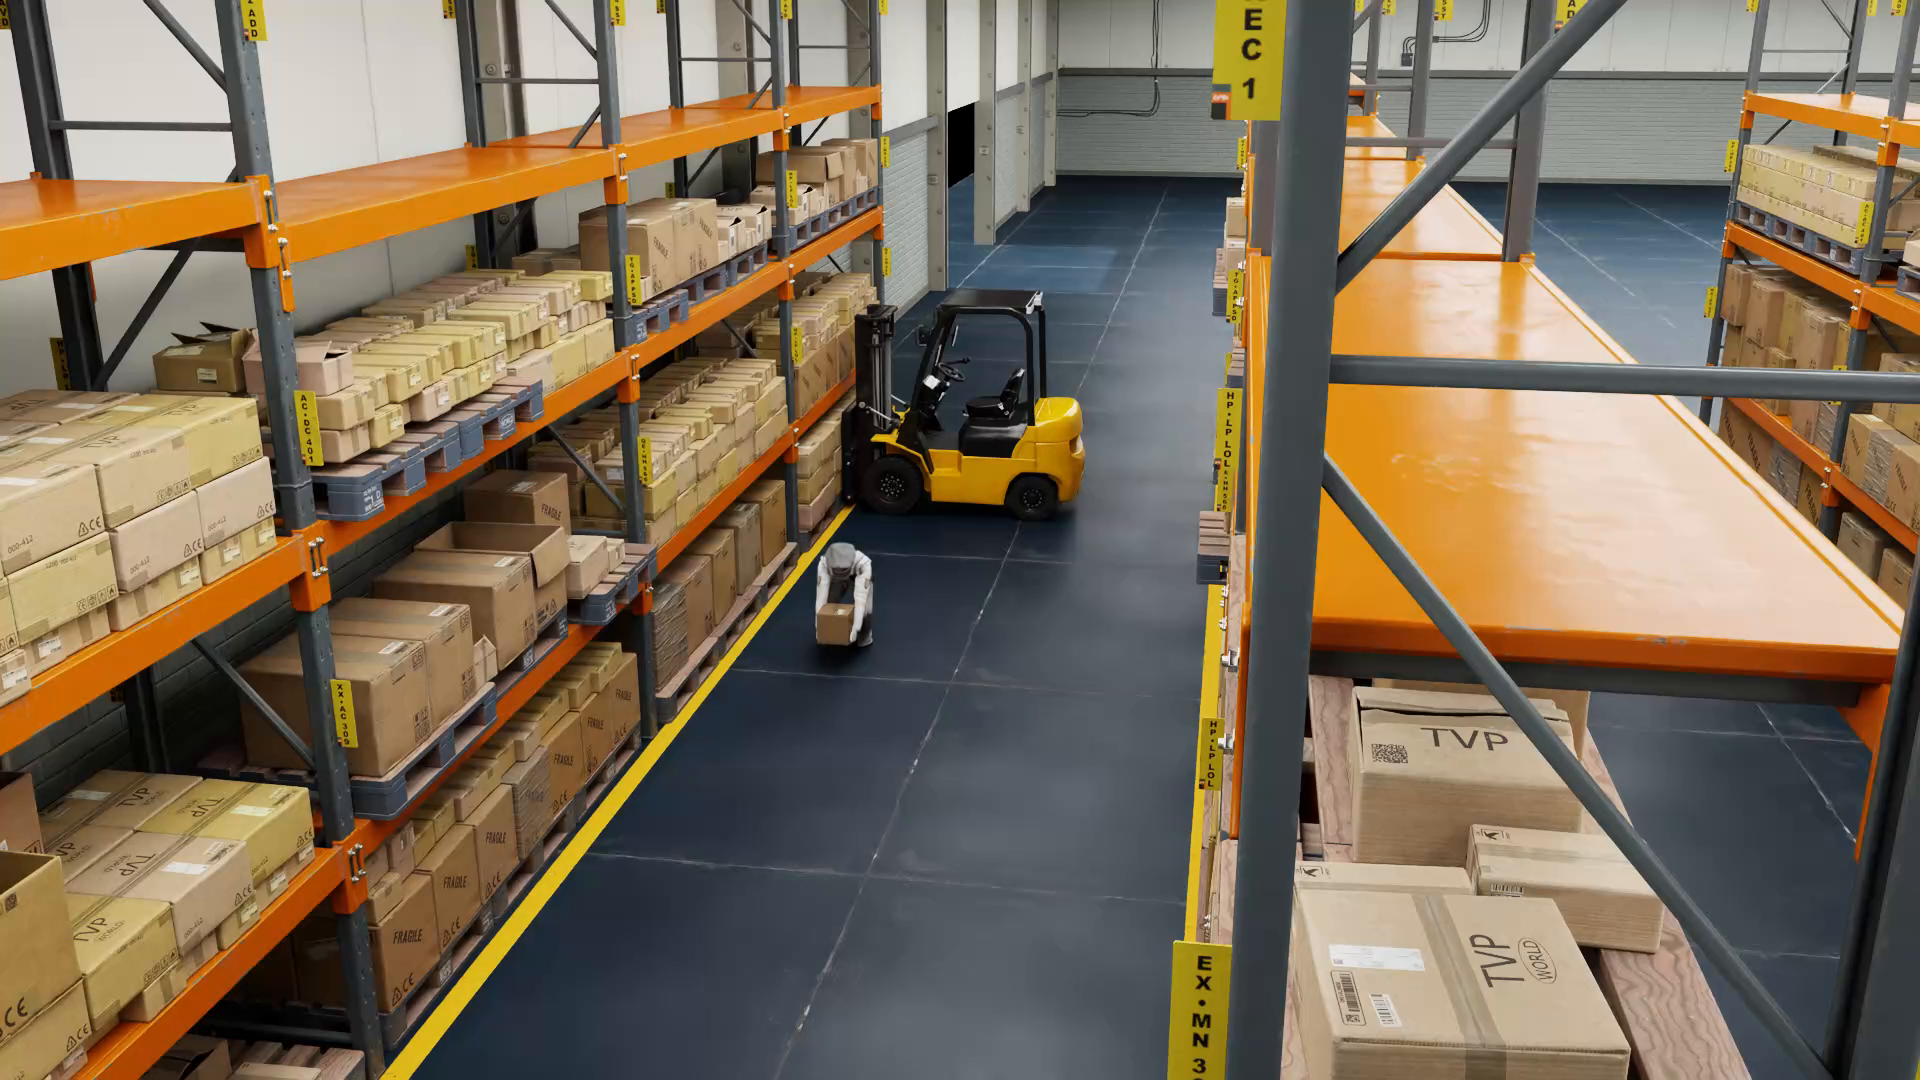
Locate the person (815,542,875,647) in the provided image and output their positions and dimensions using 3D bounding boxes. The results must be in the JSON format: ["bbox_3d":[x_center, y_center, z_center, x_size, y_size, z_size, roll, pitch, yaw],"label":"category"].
[{"bbox_3d":[-0.918,0.411,13.353,0.457,0.980,0.860,2,18,7],"label":"person"}]
